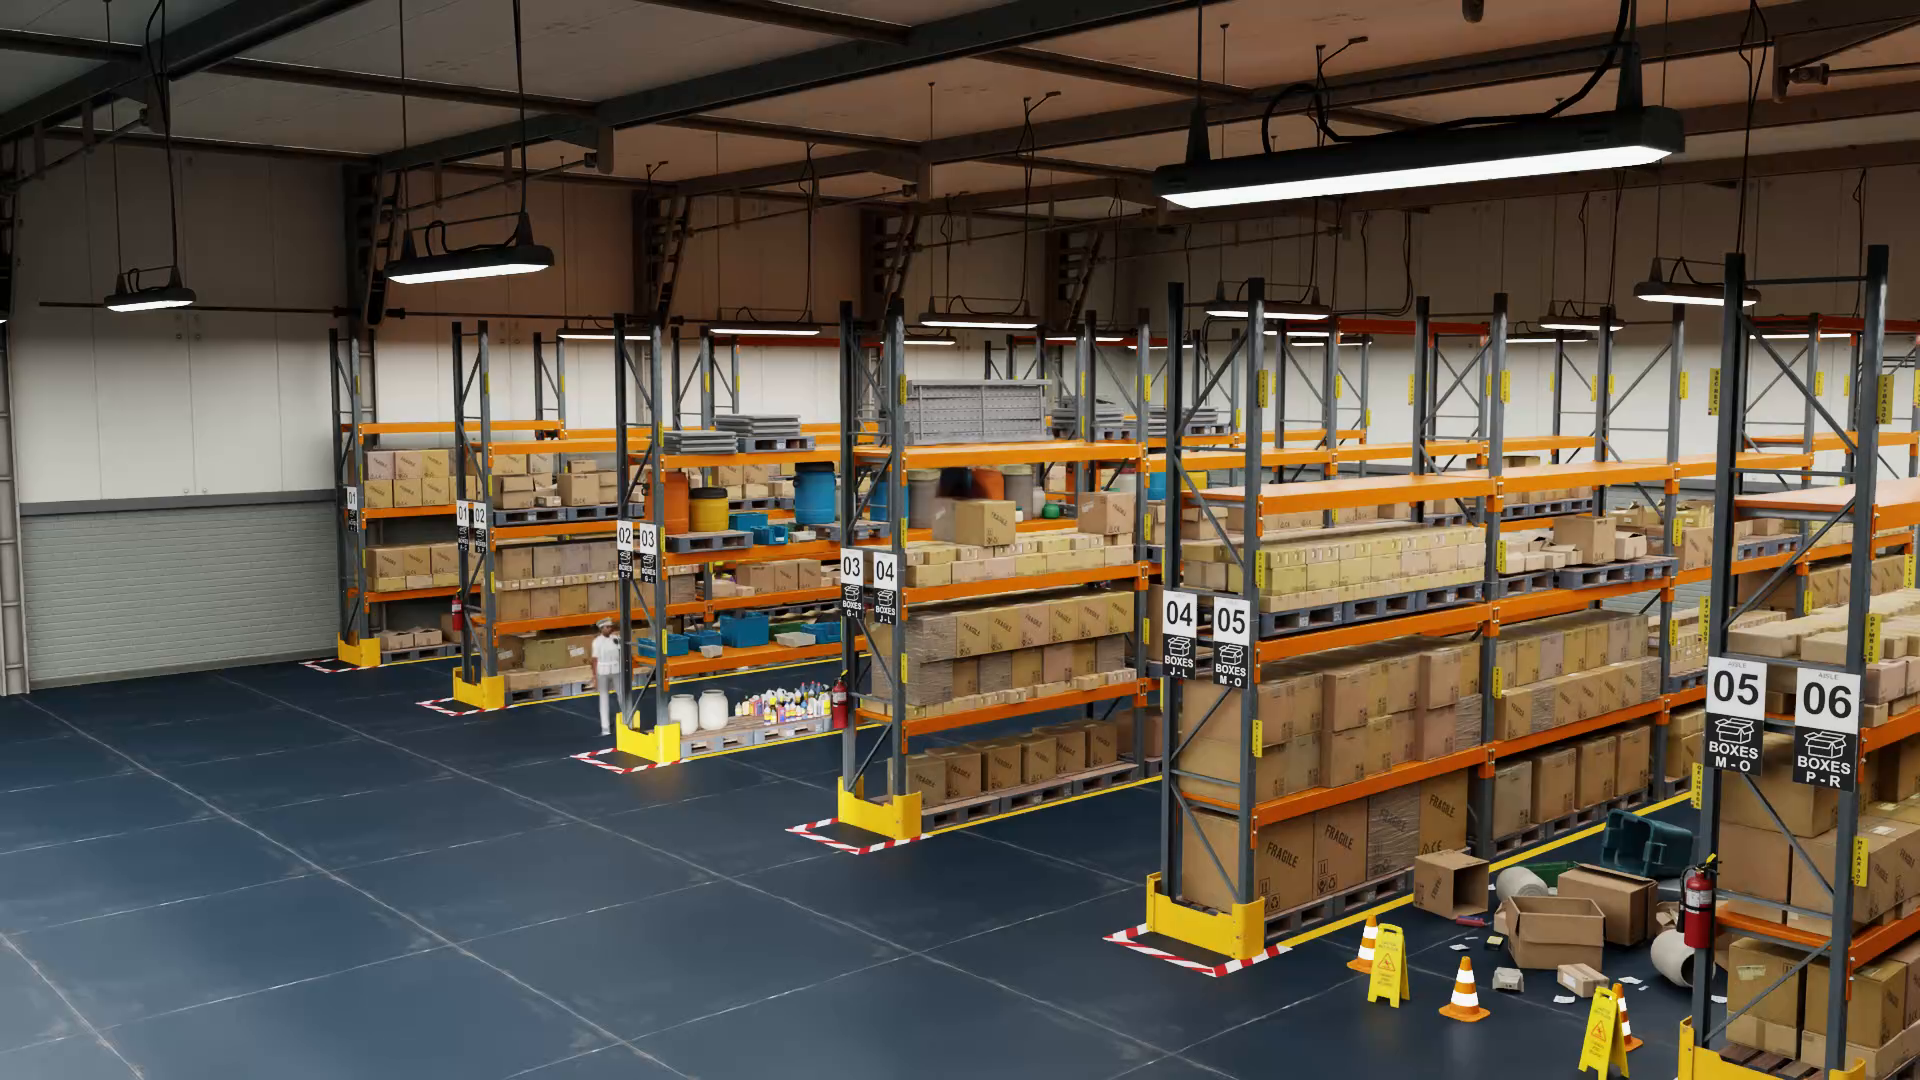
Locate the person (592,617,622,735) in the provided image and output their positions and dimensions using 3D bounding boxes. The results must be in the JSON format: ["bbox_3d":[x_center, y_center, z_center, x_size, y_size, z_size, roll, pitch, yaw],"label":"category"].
[{"bbox_3d":[-5.051,1.973,24.089,0.542,1.739,0.401,-1,6,-13],"label":"person"}]

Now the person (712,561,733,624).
[{"bbox_3d":[-4.524,1.225,31.138,1.058,1.717,0.733,-5,8,-43],"label":"person"}]

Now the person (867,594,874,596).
[{"bbox_3d":[-1.749,1.034,33.692,0.928,1.612,0.407,-4,7,-36],"label":"person"}]
